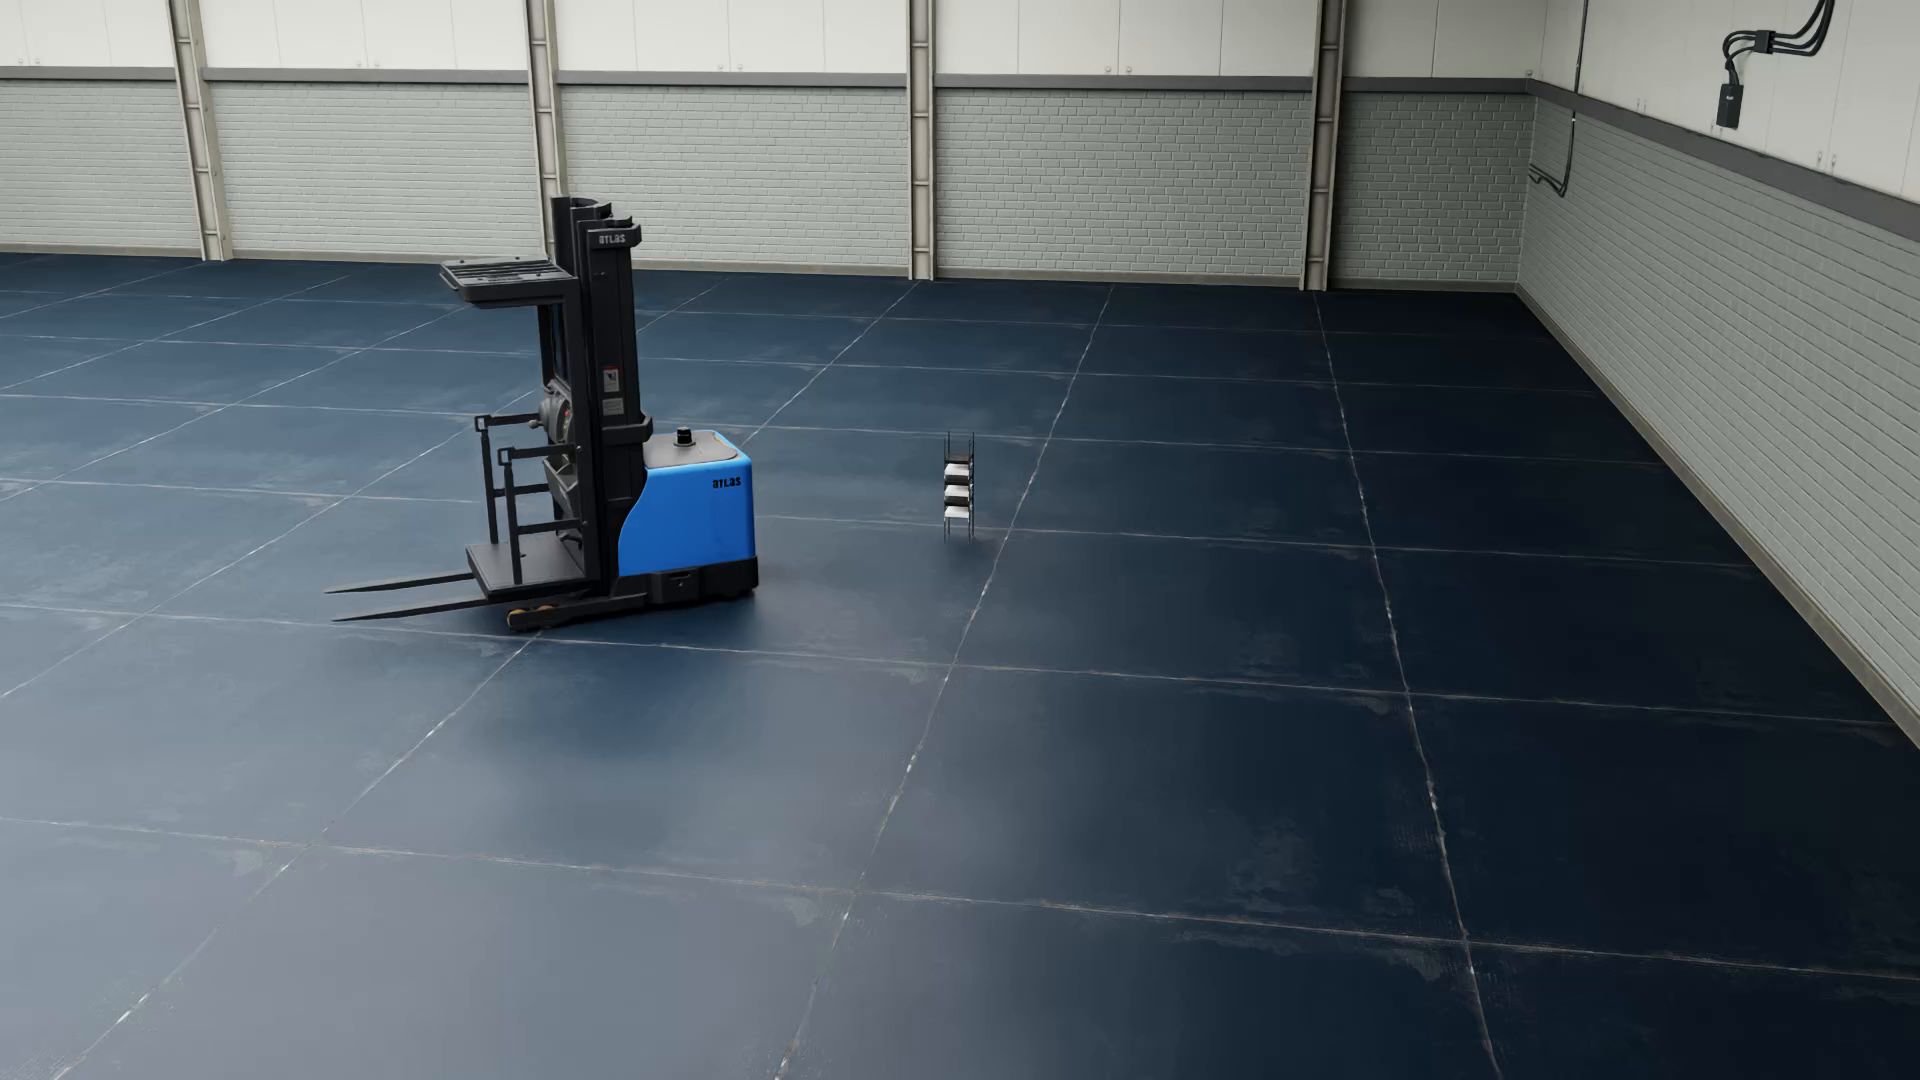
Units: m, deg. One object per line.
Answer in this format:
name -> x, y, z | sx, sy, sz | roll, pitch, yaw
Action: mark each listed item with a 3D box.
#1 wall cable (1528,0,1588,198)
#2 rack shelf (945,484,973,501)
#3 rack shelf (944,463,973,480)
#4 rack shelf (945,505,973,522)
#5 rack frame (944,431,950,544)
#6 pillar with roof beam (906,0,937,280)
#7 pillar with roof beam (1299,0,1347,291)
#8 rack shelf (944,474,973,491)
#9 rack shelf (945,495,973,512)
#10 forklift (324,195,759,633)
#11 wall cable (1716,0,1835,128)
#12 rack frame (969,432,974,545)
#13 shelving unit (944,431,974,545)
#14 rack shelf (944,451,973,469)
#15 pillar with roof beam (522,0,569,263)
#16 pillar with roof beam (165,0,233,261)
wall cable -> 8.039, -6.034, 22.550 | 0.112, 2.526, 3.097 | 3, 19, 9
rack shelf -> -0.008, -0.396, 13.672 | 0.200, 0.077, 0.258 | 3, 19, 9
rack shelf -> -0.008, -0.566, 13.615 | 0.200, 0.077, 0.258 | 3, 19, 9
rack shelf -> -0.008, -0.225, 13.729 | 0.200, 0.077, 0.258 | 3, 19, 9
rack frame -> -0.108, -0.432, 13.677 | 0.006, 0.900, 0.240 | 3, 19, 9
pillar with roof beam -> -1.266, -7.023, 20.610 | 0.400, 9.000, 9.100 | 3, 19, 9
pillar with roof beam -> 4.658, -6.721, 19.708 | 0.400, 9.000, 9.100 | 3, 19, 9
rack shelf -> -0.008, -0.481, 13.644 | 0.200, 0.077, 0.258 | 3, 19, 9
rack shelf -> -0.008, -0.310, 13.701 | 0.200, 0.077, 0.258 | 3, 19, 9
forklift -> -3.084, -0.919, 11.931 | 3.031, 2.935, 1.130 | -8, 20, -23
wall cable -> 6.518, -6.146, 12.631 | 0.169, 6.003, 2.305 | 3, 19, 9
rack frame -> 0.092, -0.422, 13.646 | 0.006, 0.900, 0.240 | 3, 19, 9
shelving unit -> -0.008, -0.427, 13.662 | 0.210, 0.900, 0.258 | 3, 19, 9
rack shelf -> -0.008, -0.652, 13.586 | 0.200, 0.077, 0.258 | 3, 19, 9
pillar with roof beam -> -7.190, -7.325, 21.513 | 0.400, 9.000, 9.100 | 3, 19, 9
pillar with roof beam -> -13.114, -7.627, 22.415 | 0.400, 9.000, 9.100 | 3, 19, 9
